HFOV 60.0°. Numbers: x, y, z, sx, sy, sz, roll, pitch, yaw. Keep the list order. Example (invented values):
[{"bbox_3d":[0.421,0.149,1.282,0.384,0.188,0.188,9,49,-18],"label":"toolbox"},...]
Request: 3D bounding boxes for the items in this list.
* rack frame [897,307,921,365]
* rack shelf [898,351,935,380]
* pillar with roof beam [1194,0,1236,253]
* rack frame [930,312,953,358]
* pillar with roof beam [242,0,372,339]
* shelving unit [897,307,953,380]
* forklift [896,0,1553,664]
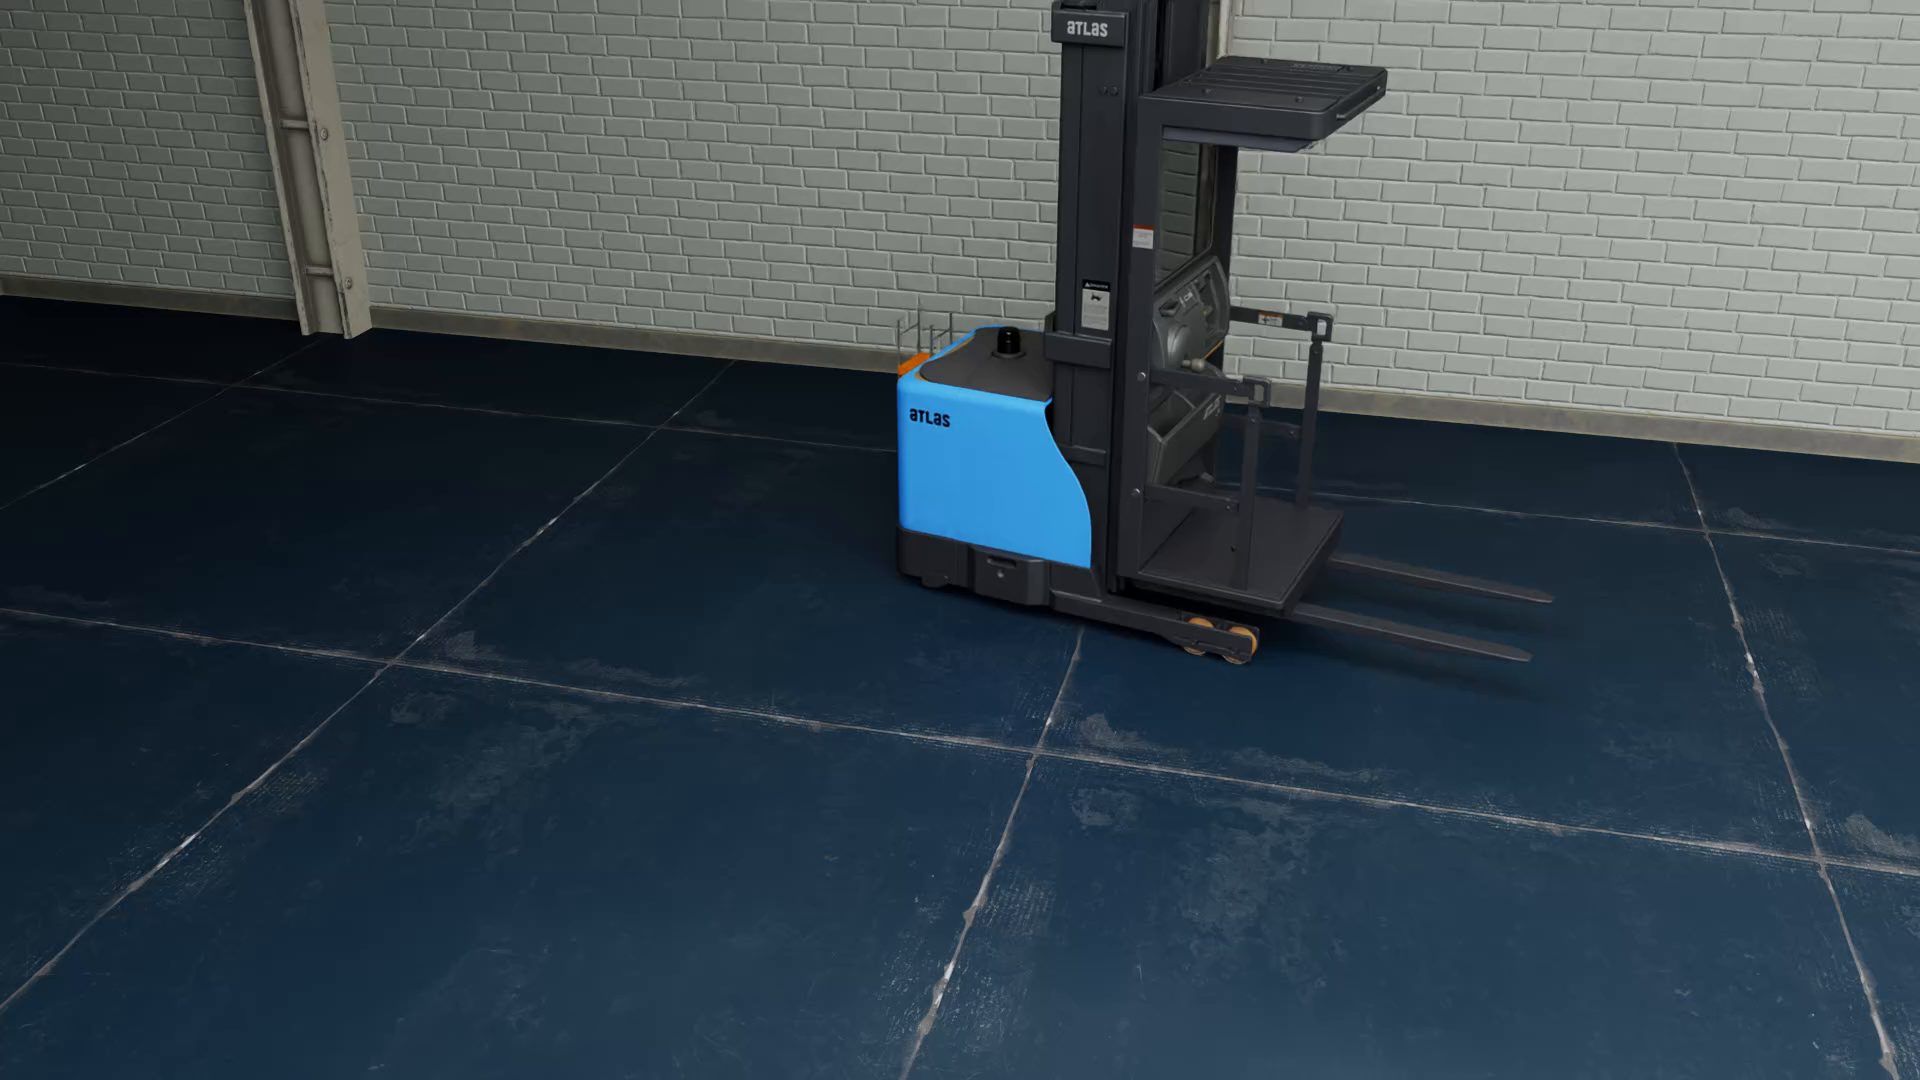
[{"bbox_3d":[-0.257,-0.595,8.604,0.006,1.200,0.240,12,28,24],"label":"rack frame"},{"bbox_3d":[-0.175,-0.862,8.431,0.180,0.103,0.258,12,28,24],"label":"rack shelf"},{"bbox_3d":[0.287,-3.131,4.857,0.400,9.000,9.100,6,26,13],"label":"pillar with roof beam"},{"bbox_3d":[-0.093,-0.560,8.530,0.006,1.200,0.240,12,28,24],"label":"rack frame"},{"bbox_3d":[-5.524,-3.773,6.207,0.400,9.000,9.100,6,26,13],"label":"pillar with roof beam"},{"bbox_3d":[-0.175,-0.577,8.567,0.189,1.200,0.258,12,28,24],"label":"shelving unit"},{"bbox_3d":[1.236,-1.020,7.483,3.031,2.935,1.130,12,28,24],"label":"forklift"}]
